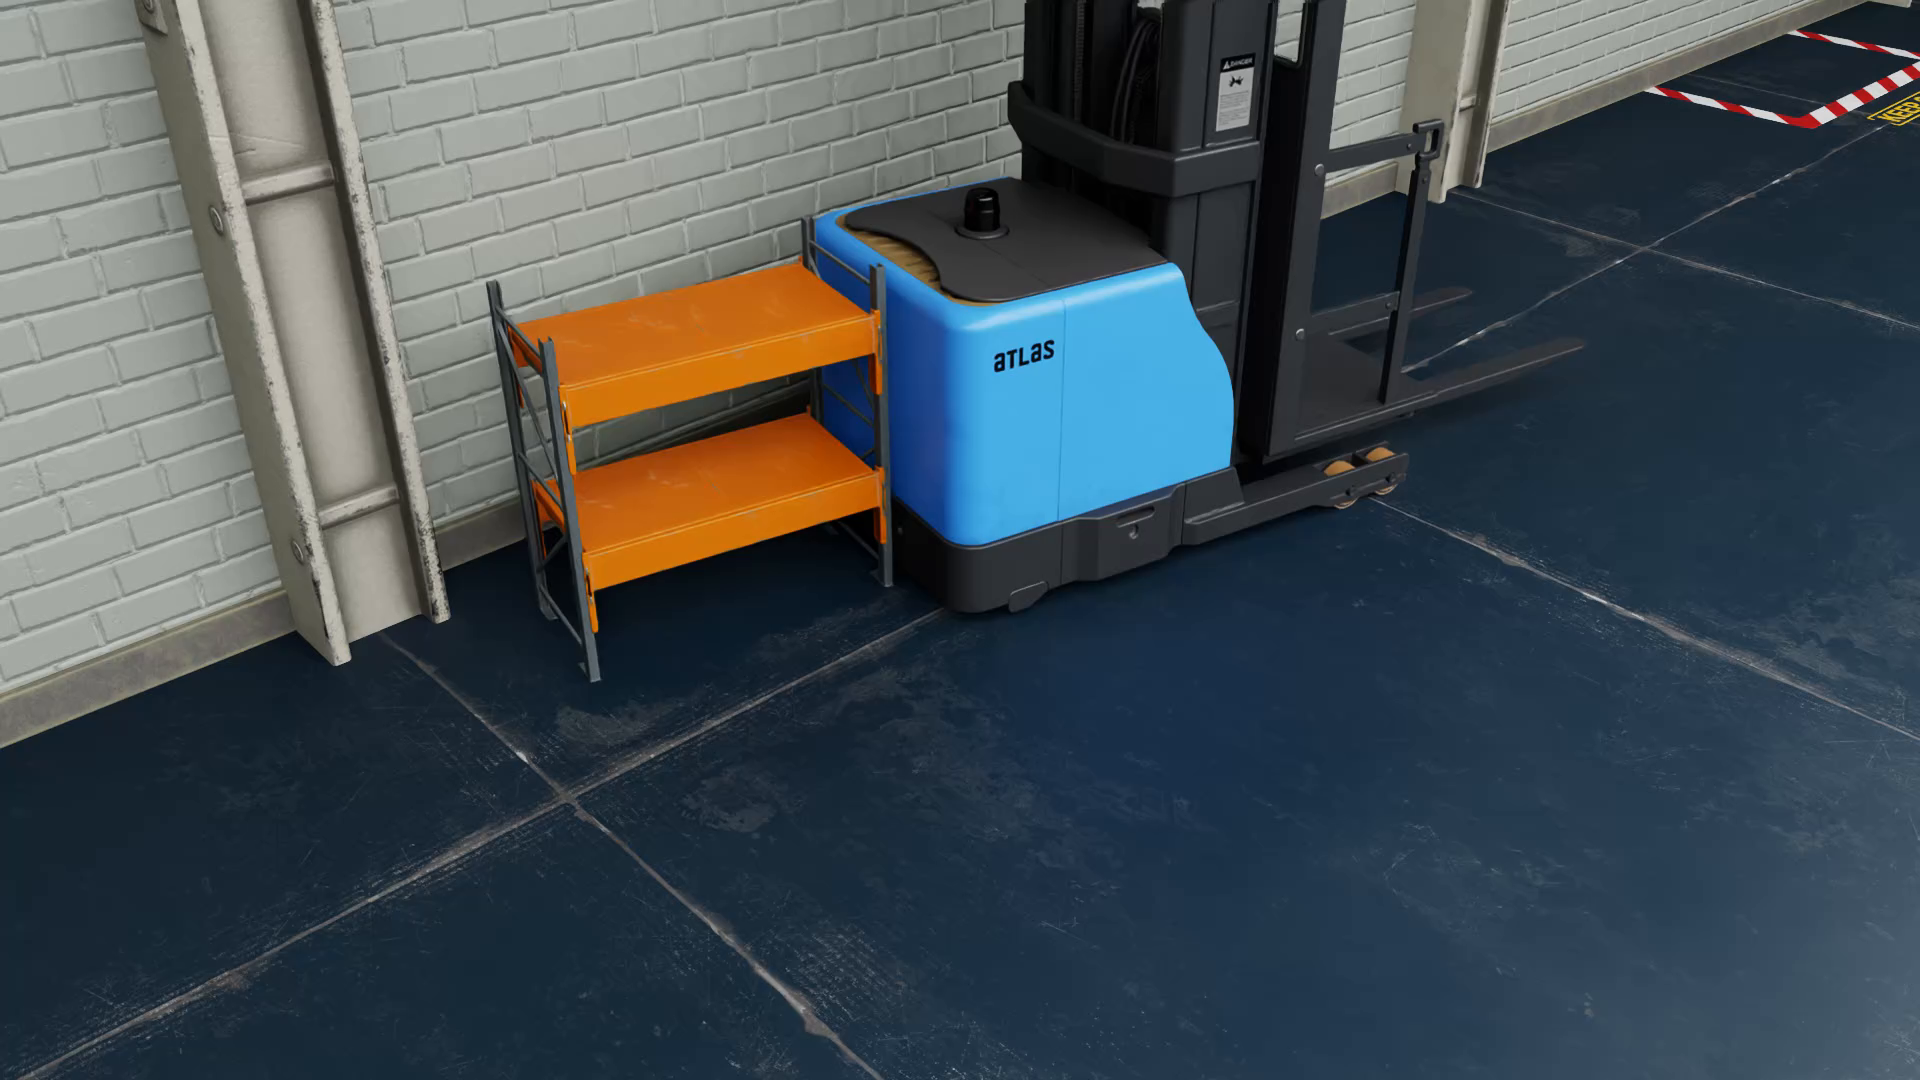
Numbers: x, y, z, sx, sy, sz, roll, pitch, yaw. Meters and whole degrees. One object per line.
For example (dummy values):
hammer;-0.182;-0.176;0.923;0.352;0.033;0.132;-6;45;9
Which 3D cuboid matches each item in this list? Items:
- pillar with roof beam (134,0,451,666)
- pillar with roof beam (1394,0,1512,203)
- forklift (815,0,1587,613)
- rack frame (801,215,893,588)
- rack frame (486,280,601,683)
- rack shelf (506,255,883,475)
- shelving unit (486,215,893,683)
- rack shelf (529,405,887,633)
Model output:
pillar with roof beam;1.045;-1.932;0.284;0.400;9.000;9.100;-26;40;-35
pillar with roof beam;5.445;-4.060;3.764;0.400;9.000;9.100;-26;40;-35
forklift;1.024;-1.581;5.525;3.031;2.935;1.130;-18;36;-26
rack frame;-0.363;-0.436;5.384;0.032;1.125;0.500;-18;36;-26
rack frame;-1.233;-0.161;4.936;0.032;1.125;0.500;-18;36;-26
rack shelf;-0.798;-0.548;5.007;1.000;0.278;0.538;-18;36;-26
shelving unit;-0.798;-0.299;5.160;1.048;1.125;0.538;-18;36;-26
rack shelf;-0.798;-0.090;5.288;1.000;0.278;0.538;-18;36;-26
